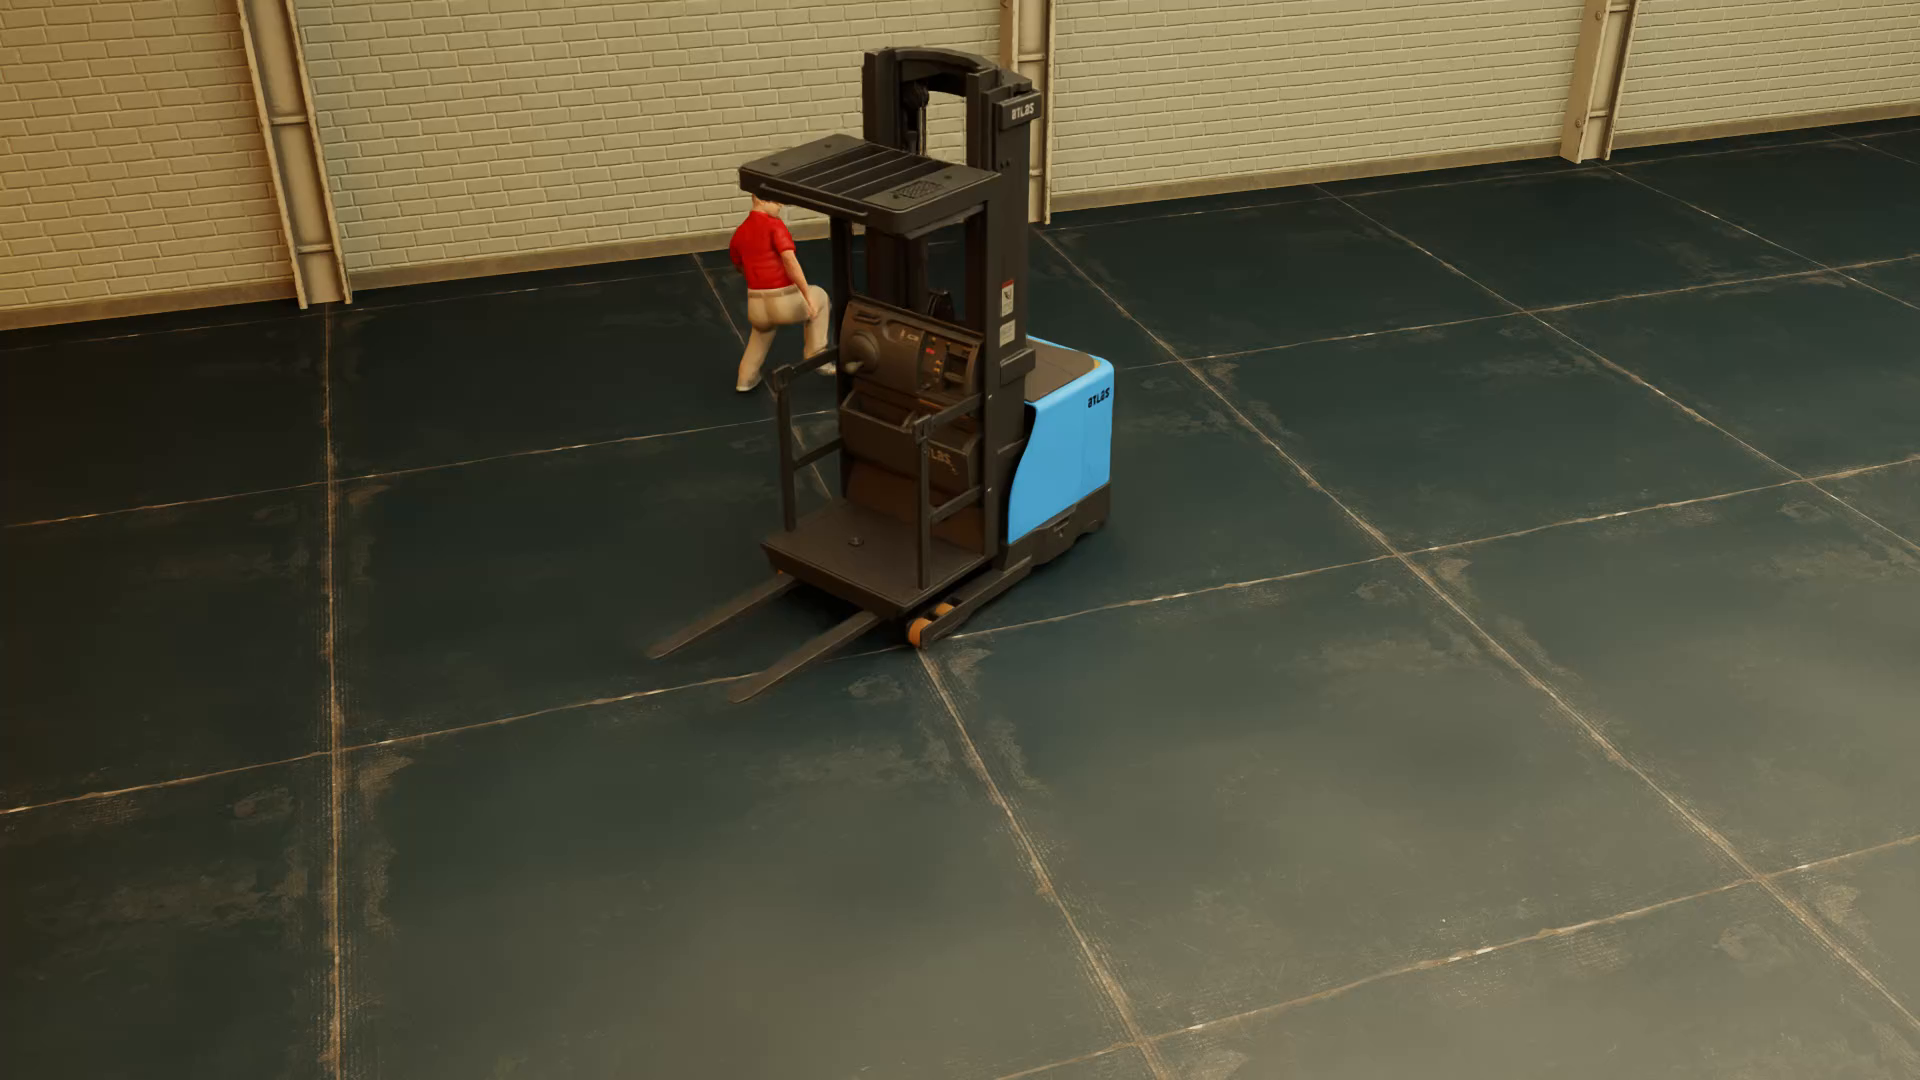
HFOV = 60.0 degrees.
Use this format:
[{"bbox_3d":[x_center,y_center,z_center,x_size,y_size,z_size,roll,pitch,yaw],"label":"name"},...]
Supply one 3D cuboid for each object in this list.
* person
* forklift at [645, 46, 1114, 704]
[{"bbox_3d":[-1.229,-1.746,11.603,0.792,1.507,0.691,12,32,20],"label":"person"},{"bbox_3d":[-0.408,-0.963,8.760,1.130,2.935,3.031,22,37,33],"label":"forklift"}]
